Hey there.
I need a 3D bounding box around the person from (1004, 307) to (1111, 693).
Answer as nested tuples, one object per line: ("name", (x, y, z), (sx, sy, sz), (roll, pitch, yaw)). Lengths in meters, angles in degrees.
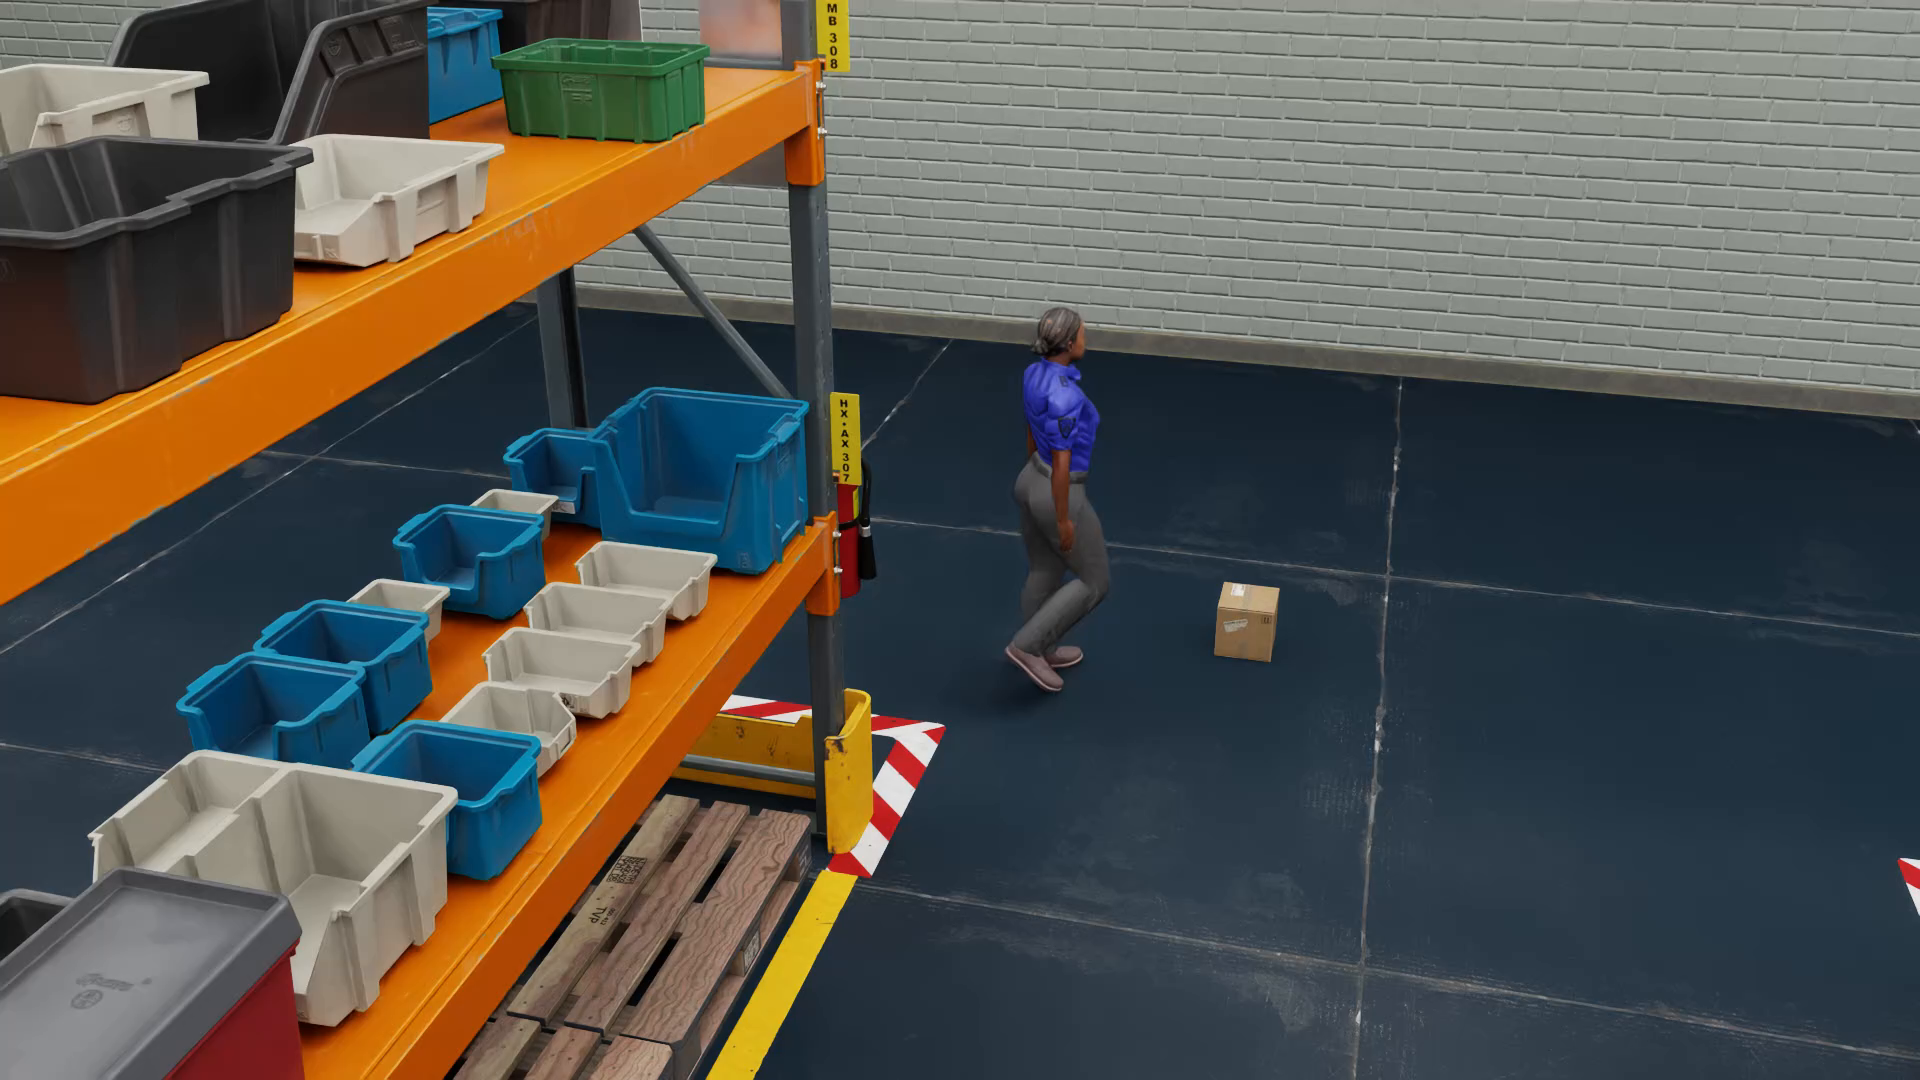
("person", (0.370, -0.163, 6.949), (0.452, 1.656, 0.509), (-8, 27, -16))
